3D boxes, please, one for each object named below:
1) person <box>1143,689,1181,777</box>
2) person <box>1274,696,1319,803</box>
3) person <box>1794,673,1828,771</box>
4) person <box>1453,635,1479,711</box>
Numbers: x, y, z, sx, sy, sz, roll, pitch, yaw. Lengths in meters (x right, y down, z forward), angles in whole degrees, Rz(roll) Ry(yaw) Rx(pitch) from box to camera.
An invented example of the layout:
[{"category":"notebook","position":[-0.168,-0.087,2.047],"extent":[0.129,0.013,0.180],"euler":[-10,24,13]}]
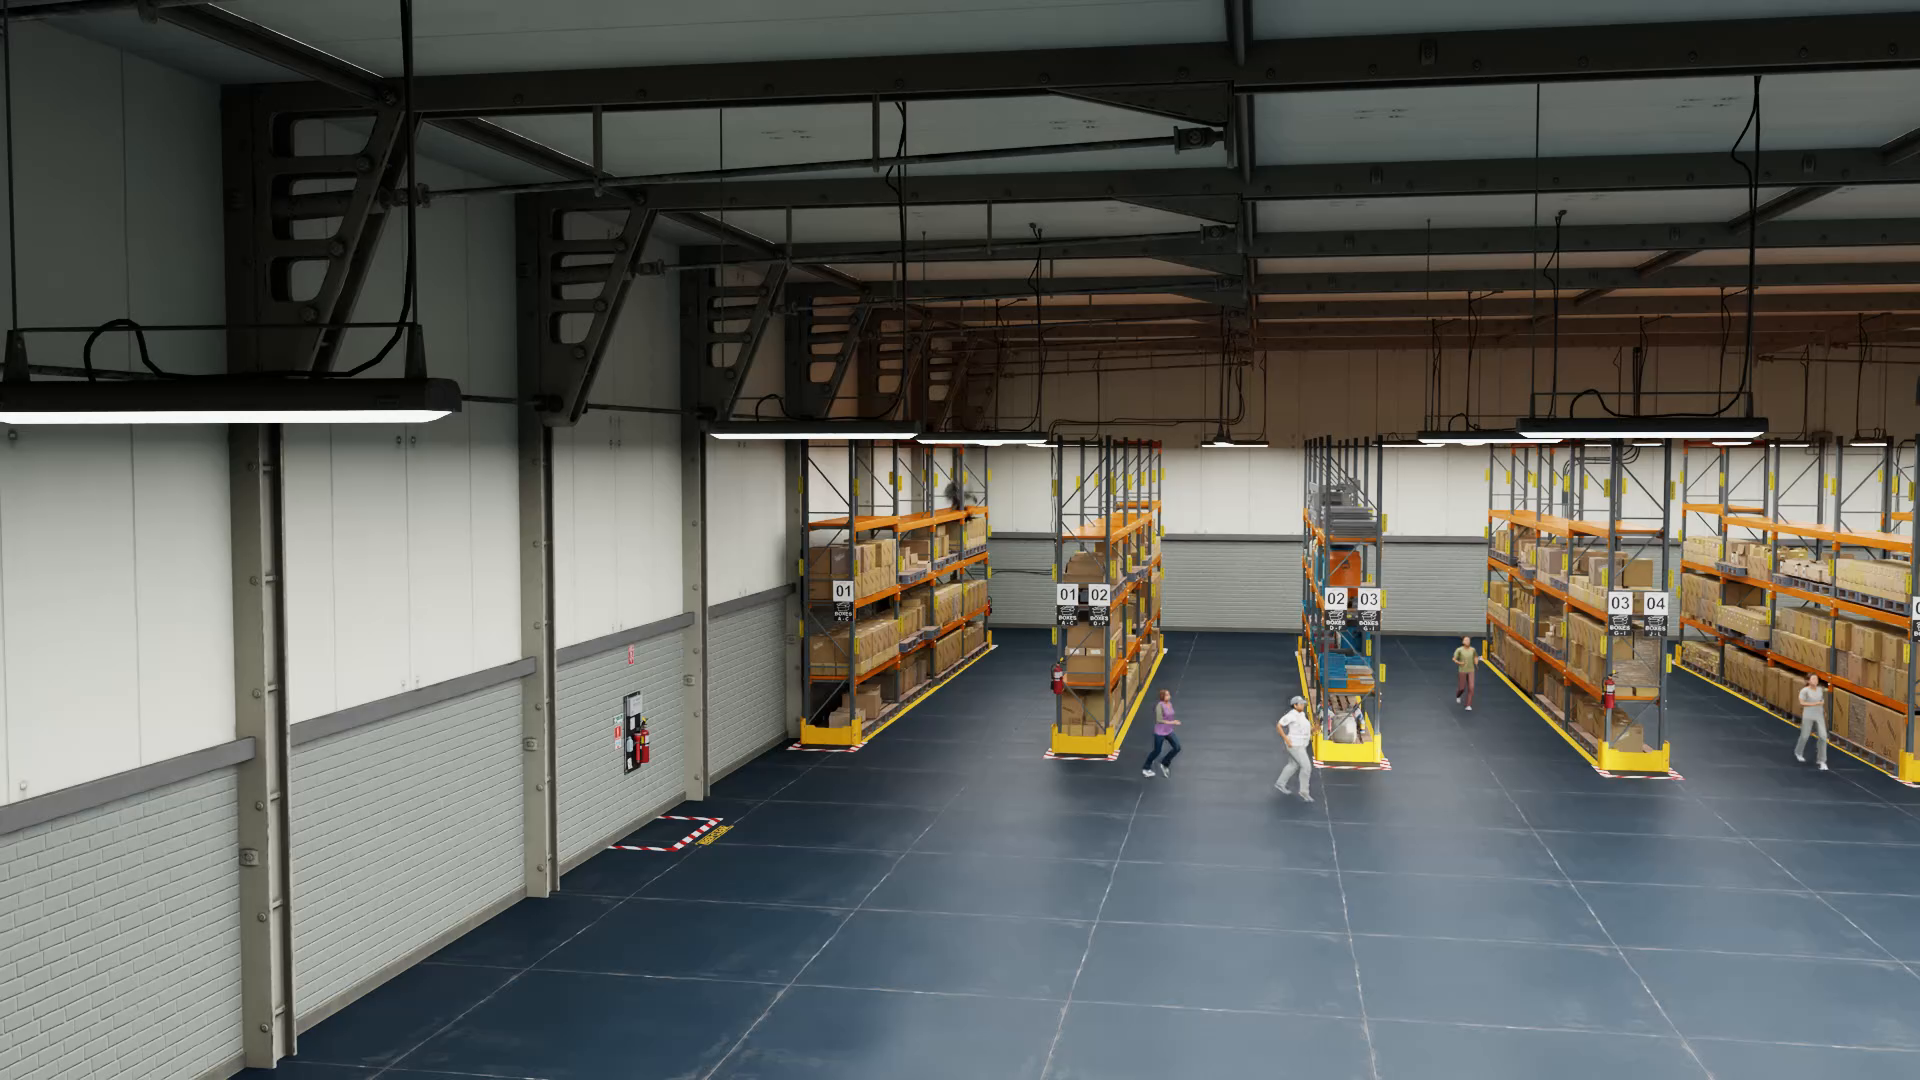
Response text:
[{"category":"person","position":[3.553,3.348,28.907],"extent":[0.548,1.551,0.787],"euler":[-3,4,-44]},{"category":"person","position":[5.505,3.417,27.268],"extent":[0.767,1.728,0.580],"euler":[2,4,30]},{"category":"person","position":[15.401,3.247,30.055],"extent":[0.543,1.711,0.844],"euler":[0,3,0]},{"category":"person","position":[11.190,2.884,36.749],"extent":[0.588,1.568,0.788],"euler":[0,3,1]}]
